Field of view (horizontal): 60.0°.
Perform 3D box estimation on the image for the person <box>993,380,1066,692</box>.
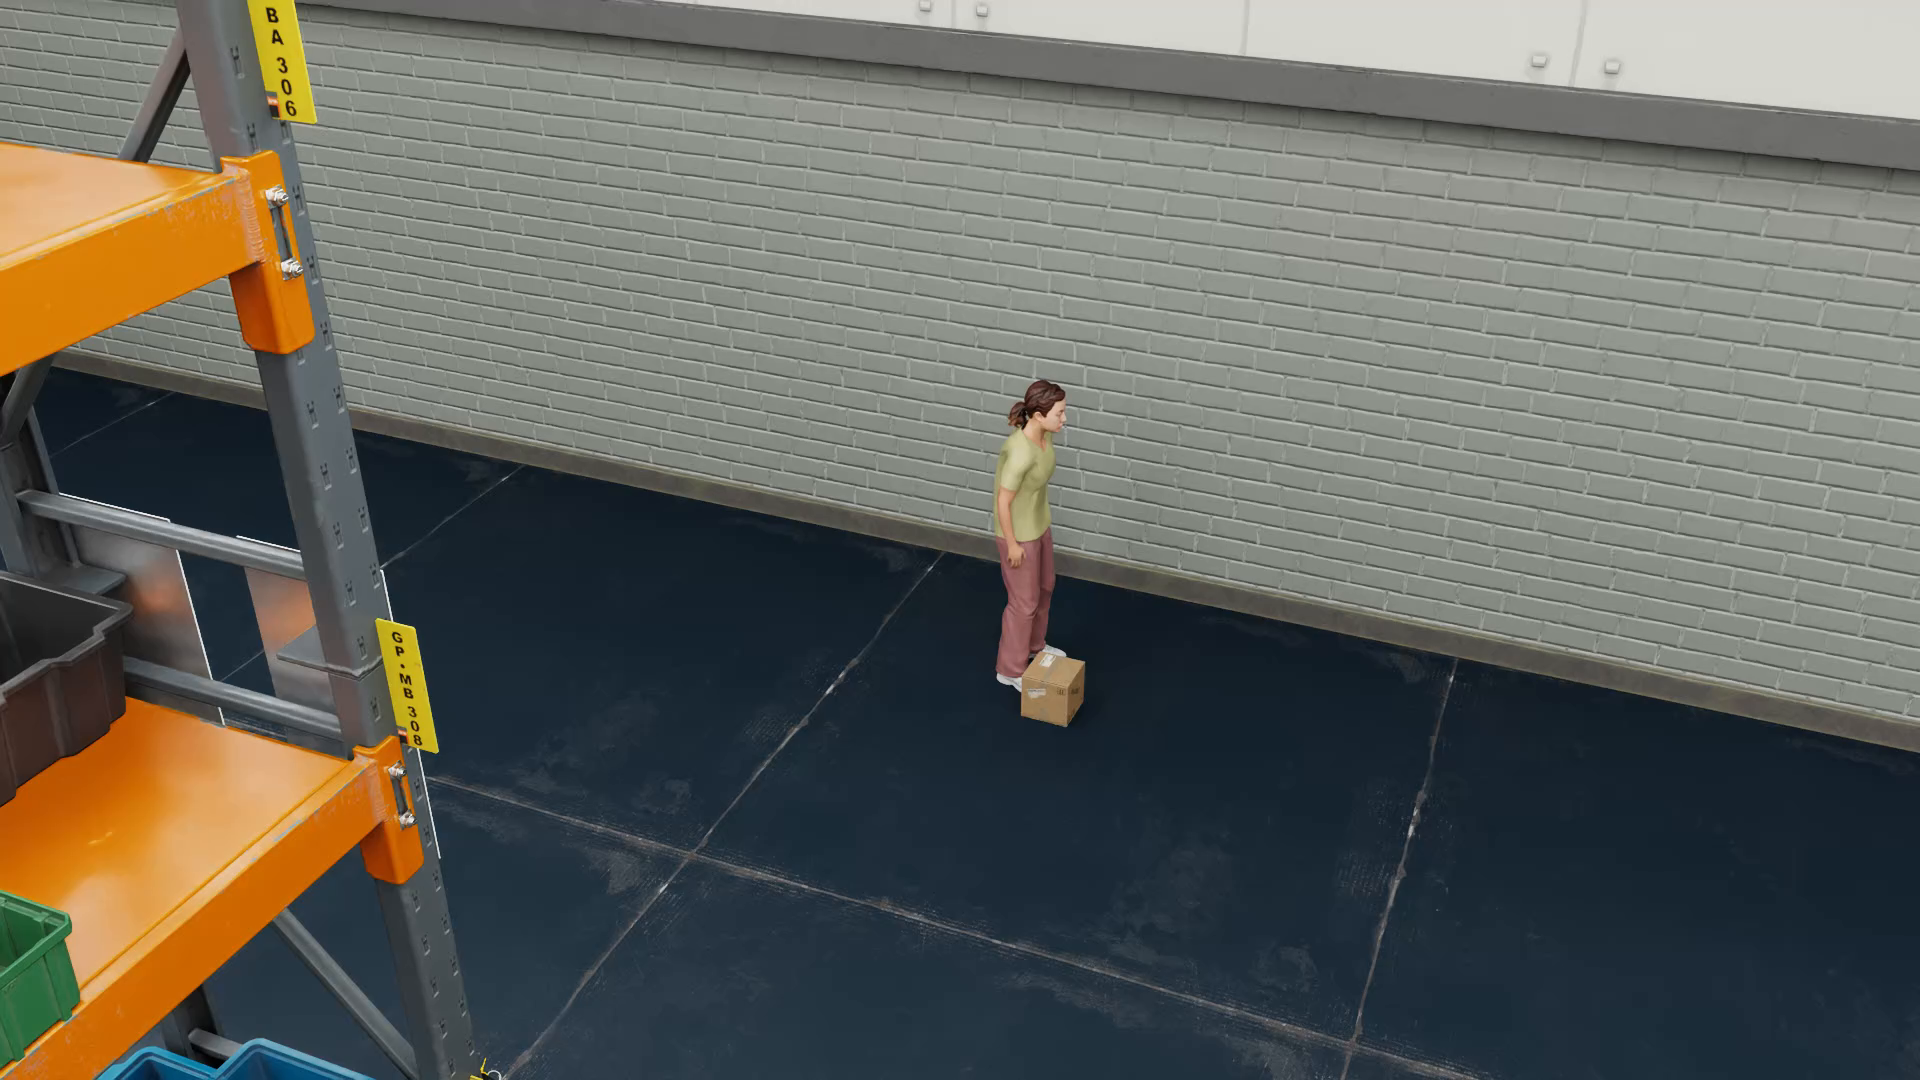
[{"bbox_3d":[0.360,-0.039,8.465,0.363,1.668,0.497,11,32,19],"label":"person"}]
